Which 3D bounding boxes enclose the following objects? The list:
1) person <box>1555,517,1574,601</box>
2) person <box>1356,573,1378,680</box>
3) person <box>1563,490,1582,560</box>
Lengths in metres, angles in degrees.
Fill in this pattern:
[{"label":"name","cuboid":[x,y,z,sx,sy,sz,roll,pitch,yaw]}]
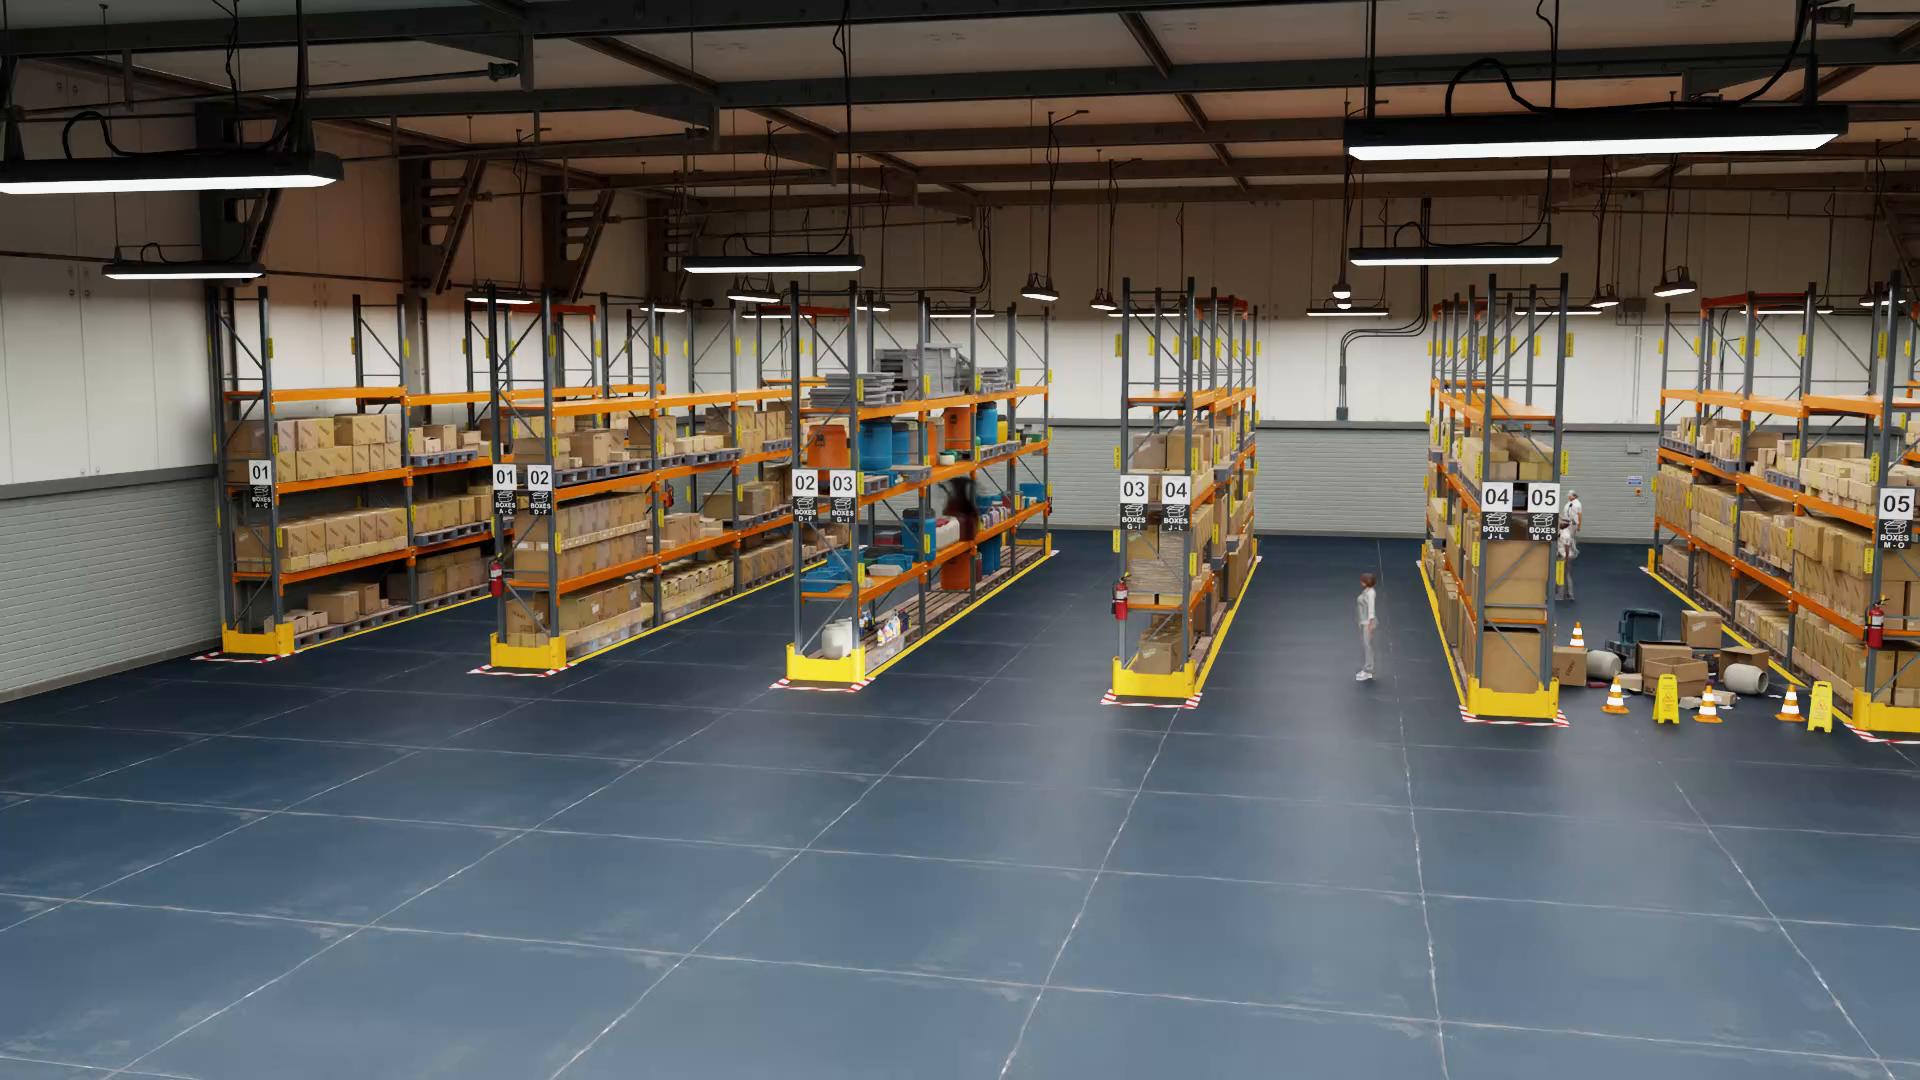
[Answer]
[{"label":"person","cuboid":[12.047,0.367,33.195,0.436,1.683,0.469,5,8,35]},{"label":"person","cuboid":[6.183,1.305,25.351,0.374,1.611,0.509,0,7,-2]},{"label":"person","cuboid":[14.461,-0.350,39.396,0.460,1.674,0.465,1,7,5]}]
